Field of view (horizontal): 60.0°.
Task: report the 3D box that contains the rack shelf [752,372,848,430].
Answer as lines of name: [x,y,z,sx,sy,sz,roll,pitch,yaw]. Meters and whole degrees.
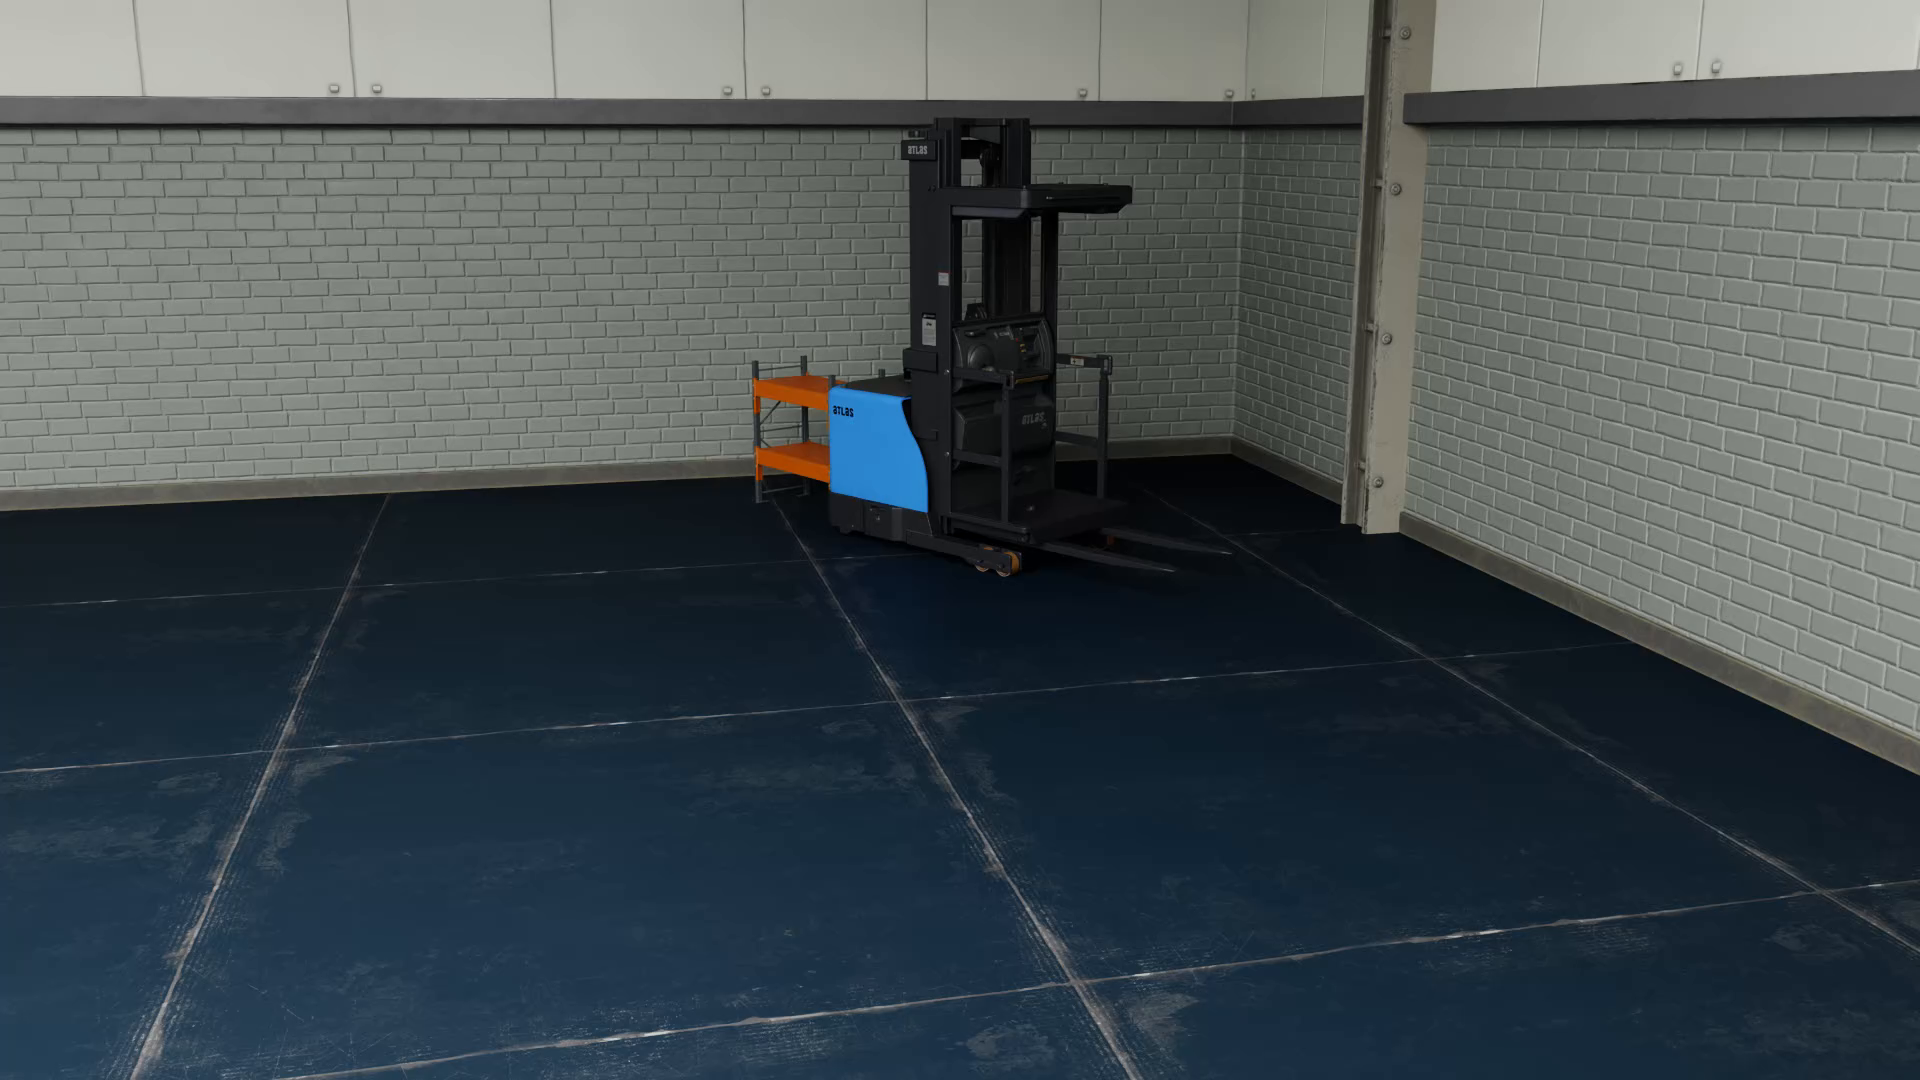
rack shelf: [-1.085,-1.069,12.699,0.538,0.278,1.000,-11,18,-39]

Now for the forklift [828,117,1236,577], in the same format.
forklift: [0.453,-1.321,11.157,3.031,2.935,1.130,13,19,42]

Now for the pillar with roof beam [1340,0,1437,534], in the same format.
pillar with roof beam: [-1.136,-4.229,10.274,9.100,9.000,0.400,-3,14,-13]

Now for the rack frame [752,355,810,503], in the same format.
rack frame: [-1.412,-0.877,13.147,0.500,1.125,0.032,-11,18,-39]

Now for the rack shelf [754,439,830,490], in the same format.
rack shelf: [-1.085,-0.547,12.827,0.538,0.278,1.000,-11,18,-39]

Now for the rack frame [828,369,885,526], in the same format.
rack frame: [-0.758,-0.692,12.390,0.500,1.125,0.032,-11,18,-39]

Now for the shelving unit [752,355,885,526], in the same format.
shelving unit: [-1.085,-0.785,12.769,0.538,1.125,1.048,-11,18,-39]
